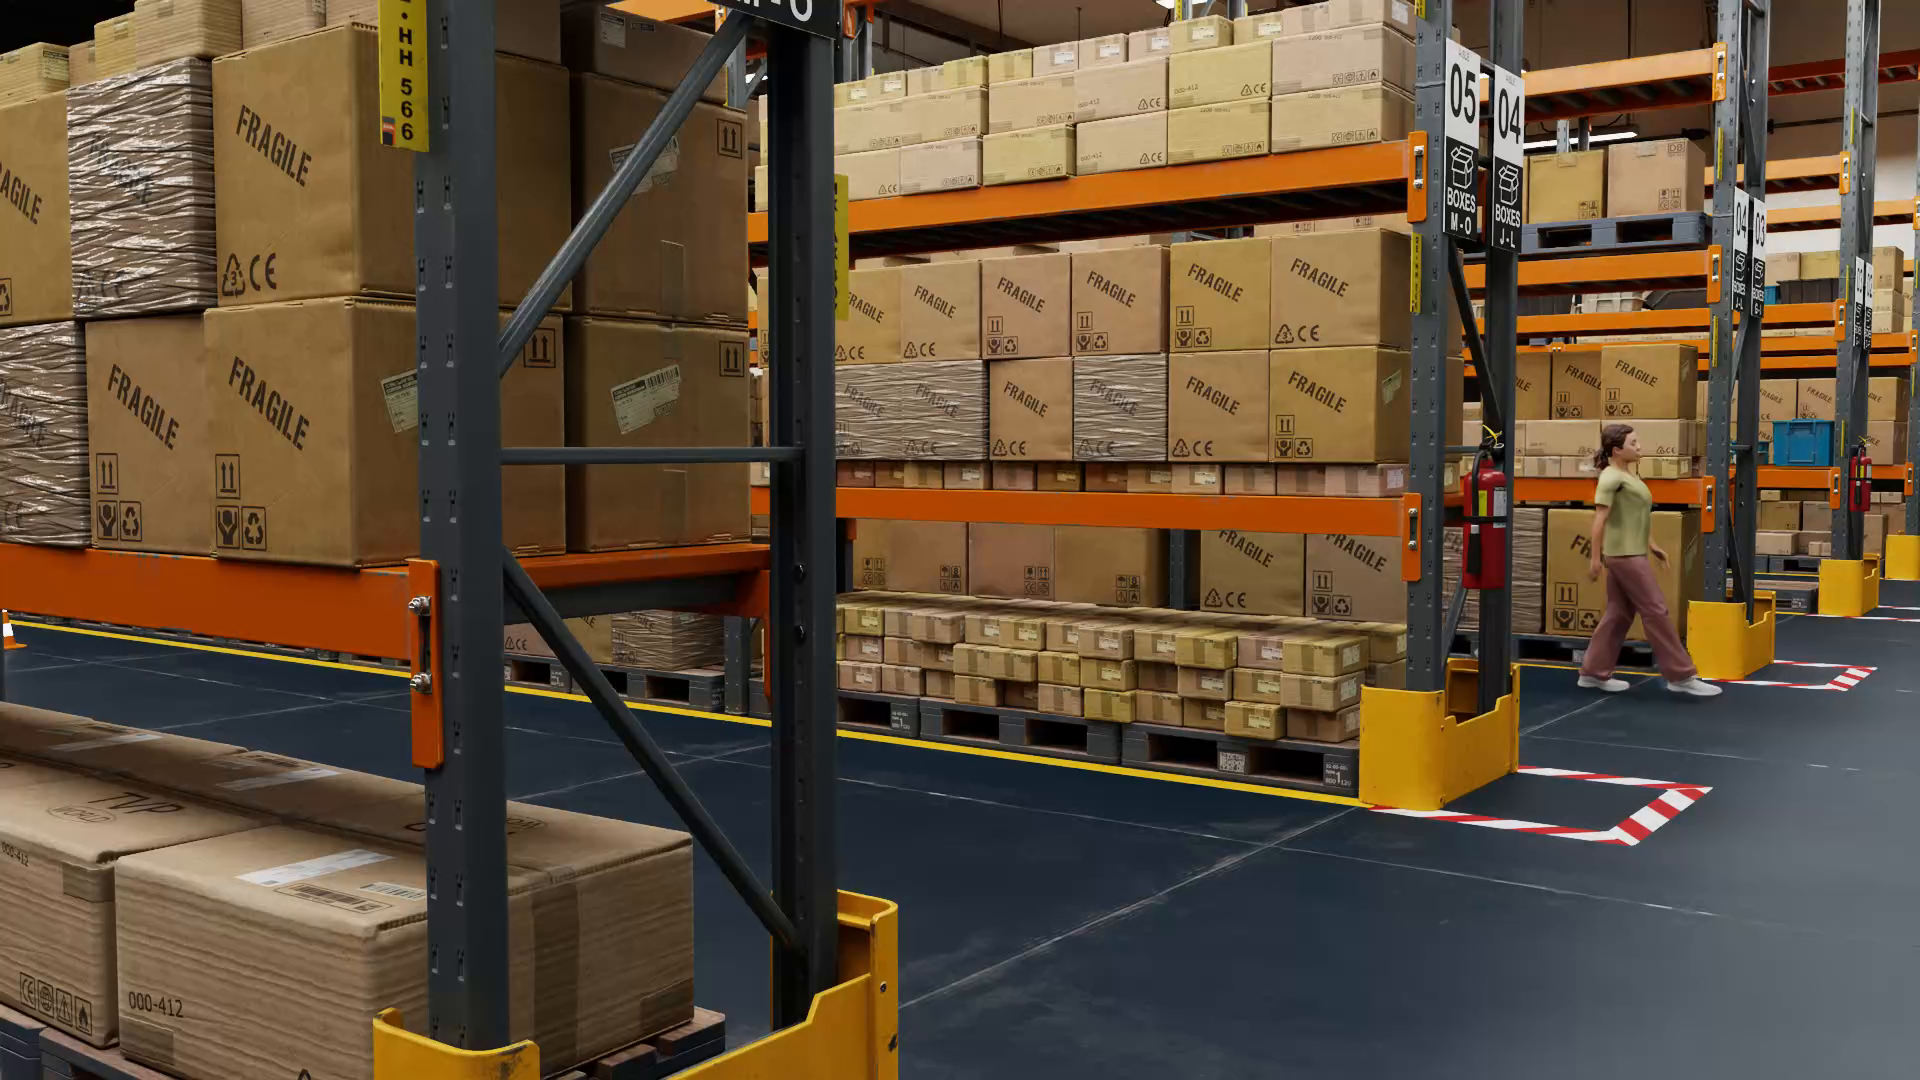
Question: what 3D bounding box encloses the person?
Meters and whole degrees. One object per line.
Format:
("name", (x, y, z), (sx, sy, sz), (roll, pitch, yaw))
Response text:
("person", (4.204, 0.115, 10.102), (0.830, 1.645, 0.494), (2, 4, 29))
